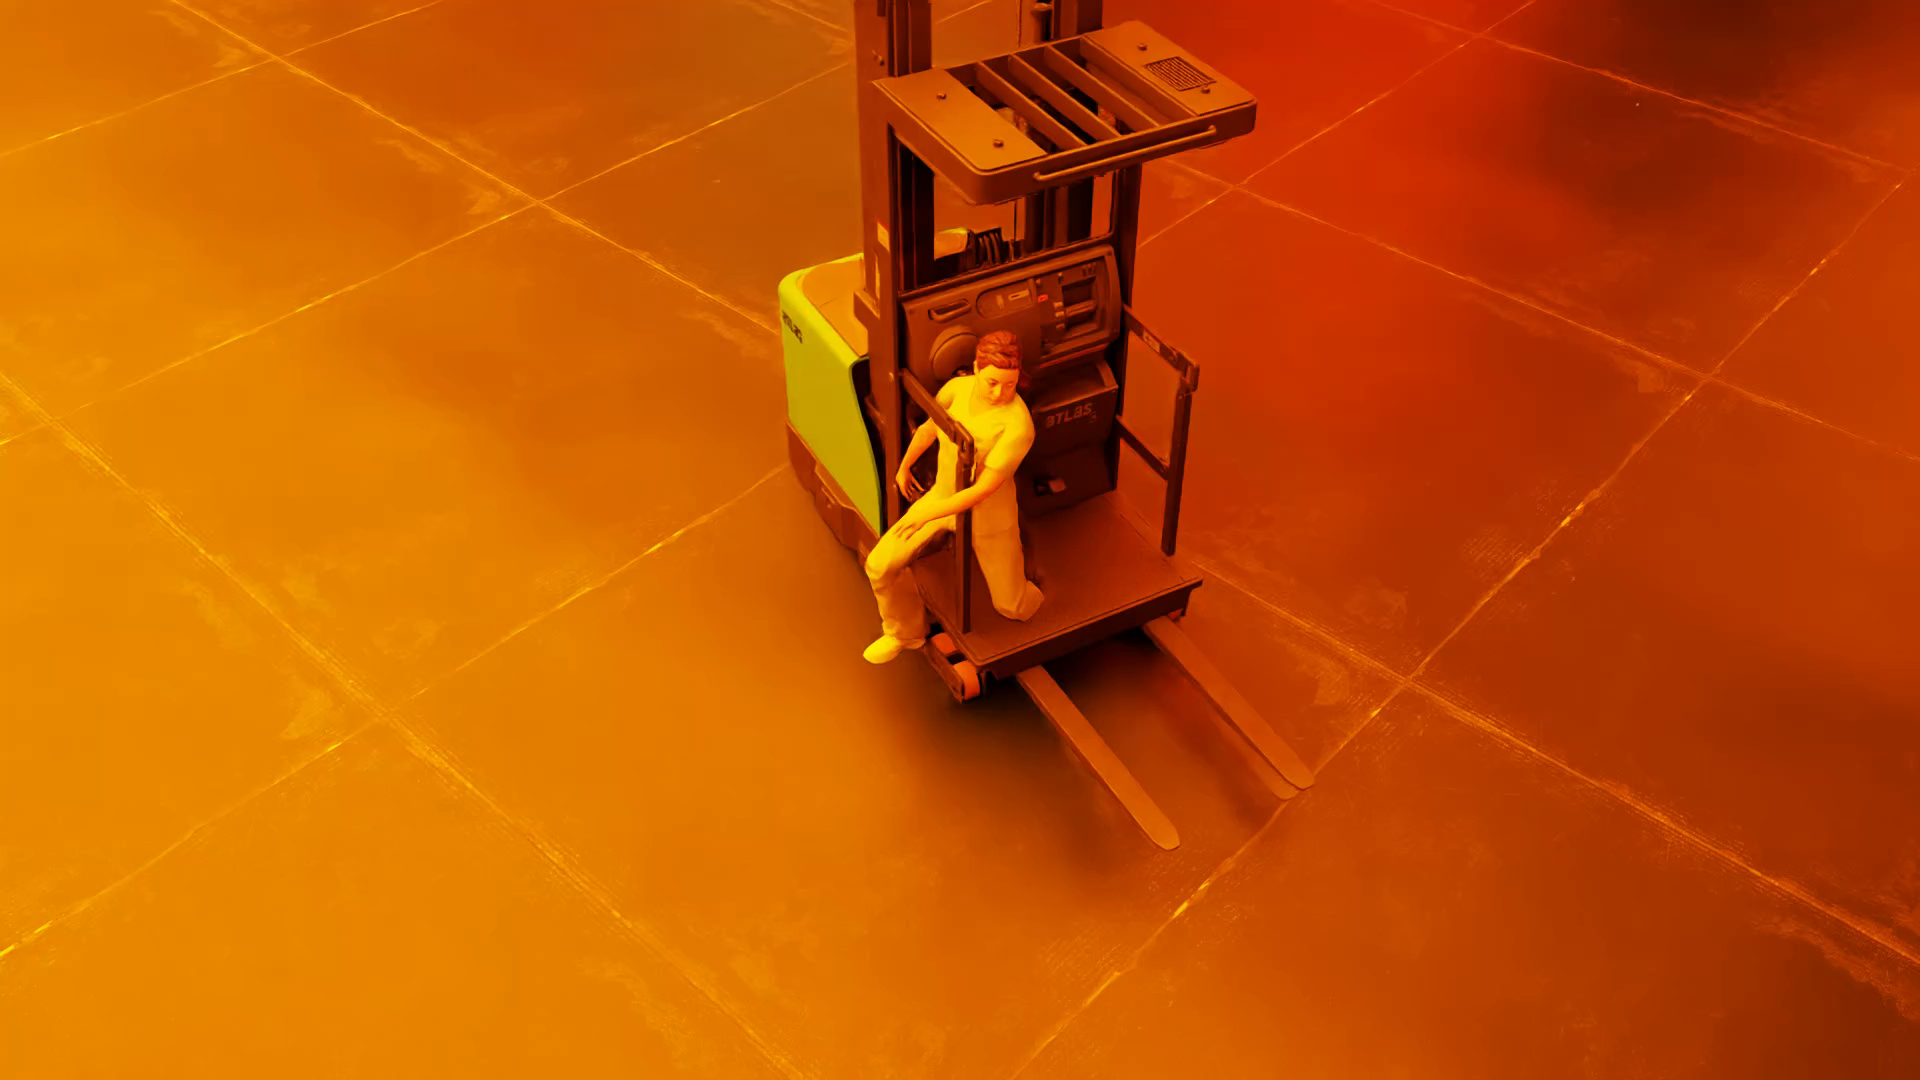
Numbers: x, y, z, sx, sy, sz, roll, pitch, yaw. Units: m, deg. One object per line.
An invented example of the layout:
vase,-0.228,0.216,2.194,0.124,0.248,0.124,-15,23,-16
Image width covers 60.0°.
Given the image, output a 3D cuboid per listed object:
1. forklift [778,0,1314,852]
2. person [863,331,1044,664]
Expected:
forklift,0.320,-0.784,6.342,1.130,2.935,3.031,-20,44,-21
person,0.000,-0.145,6.495,0.637,1.574,0.783,25,47,27
